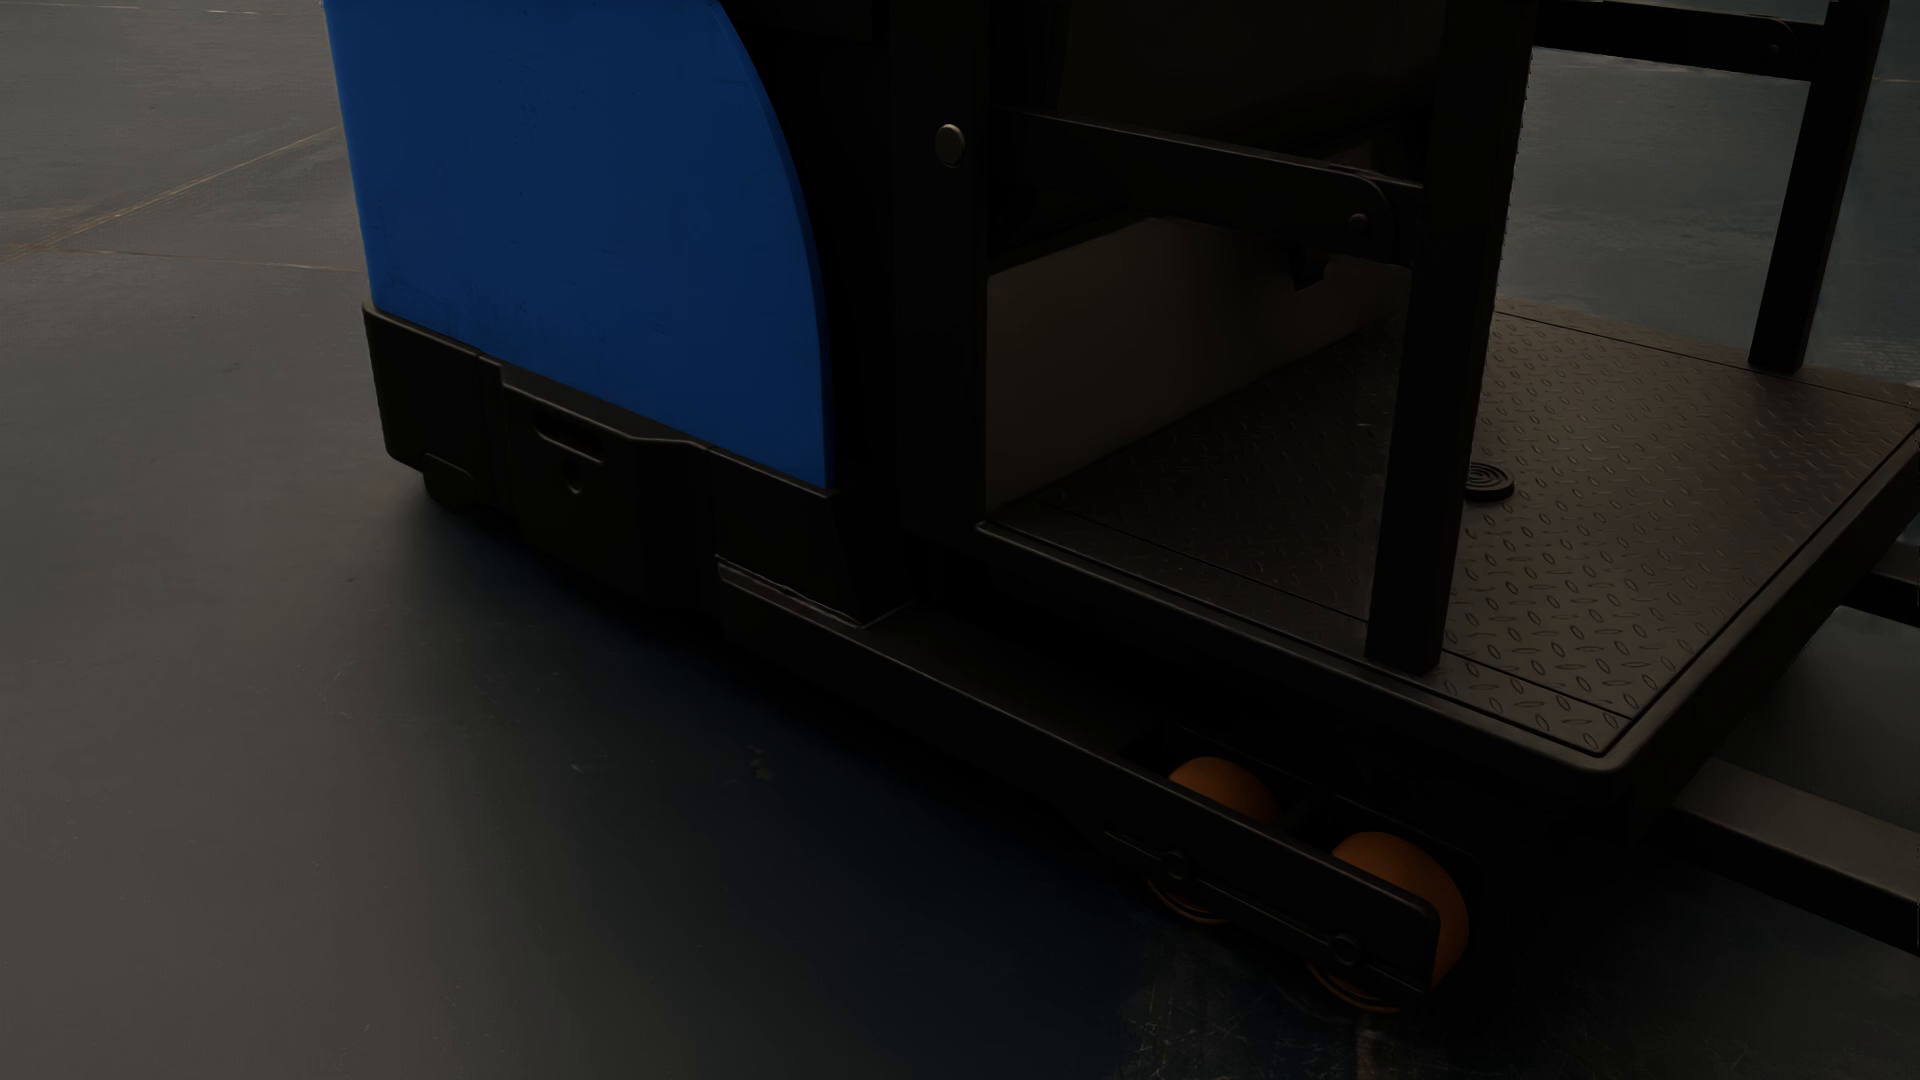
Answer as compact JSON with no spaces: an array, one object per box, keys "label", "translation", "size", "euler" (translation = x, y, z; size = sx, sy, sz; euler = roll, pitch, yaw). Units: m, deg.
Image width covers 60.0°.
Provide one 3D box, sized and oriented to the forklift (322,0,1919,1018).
[{"label":"forklift","translation":[0.524,-1.124,1.474],"size":[3.031,2.935,1.130],"euler":[22,34,36]}]
